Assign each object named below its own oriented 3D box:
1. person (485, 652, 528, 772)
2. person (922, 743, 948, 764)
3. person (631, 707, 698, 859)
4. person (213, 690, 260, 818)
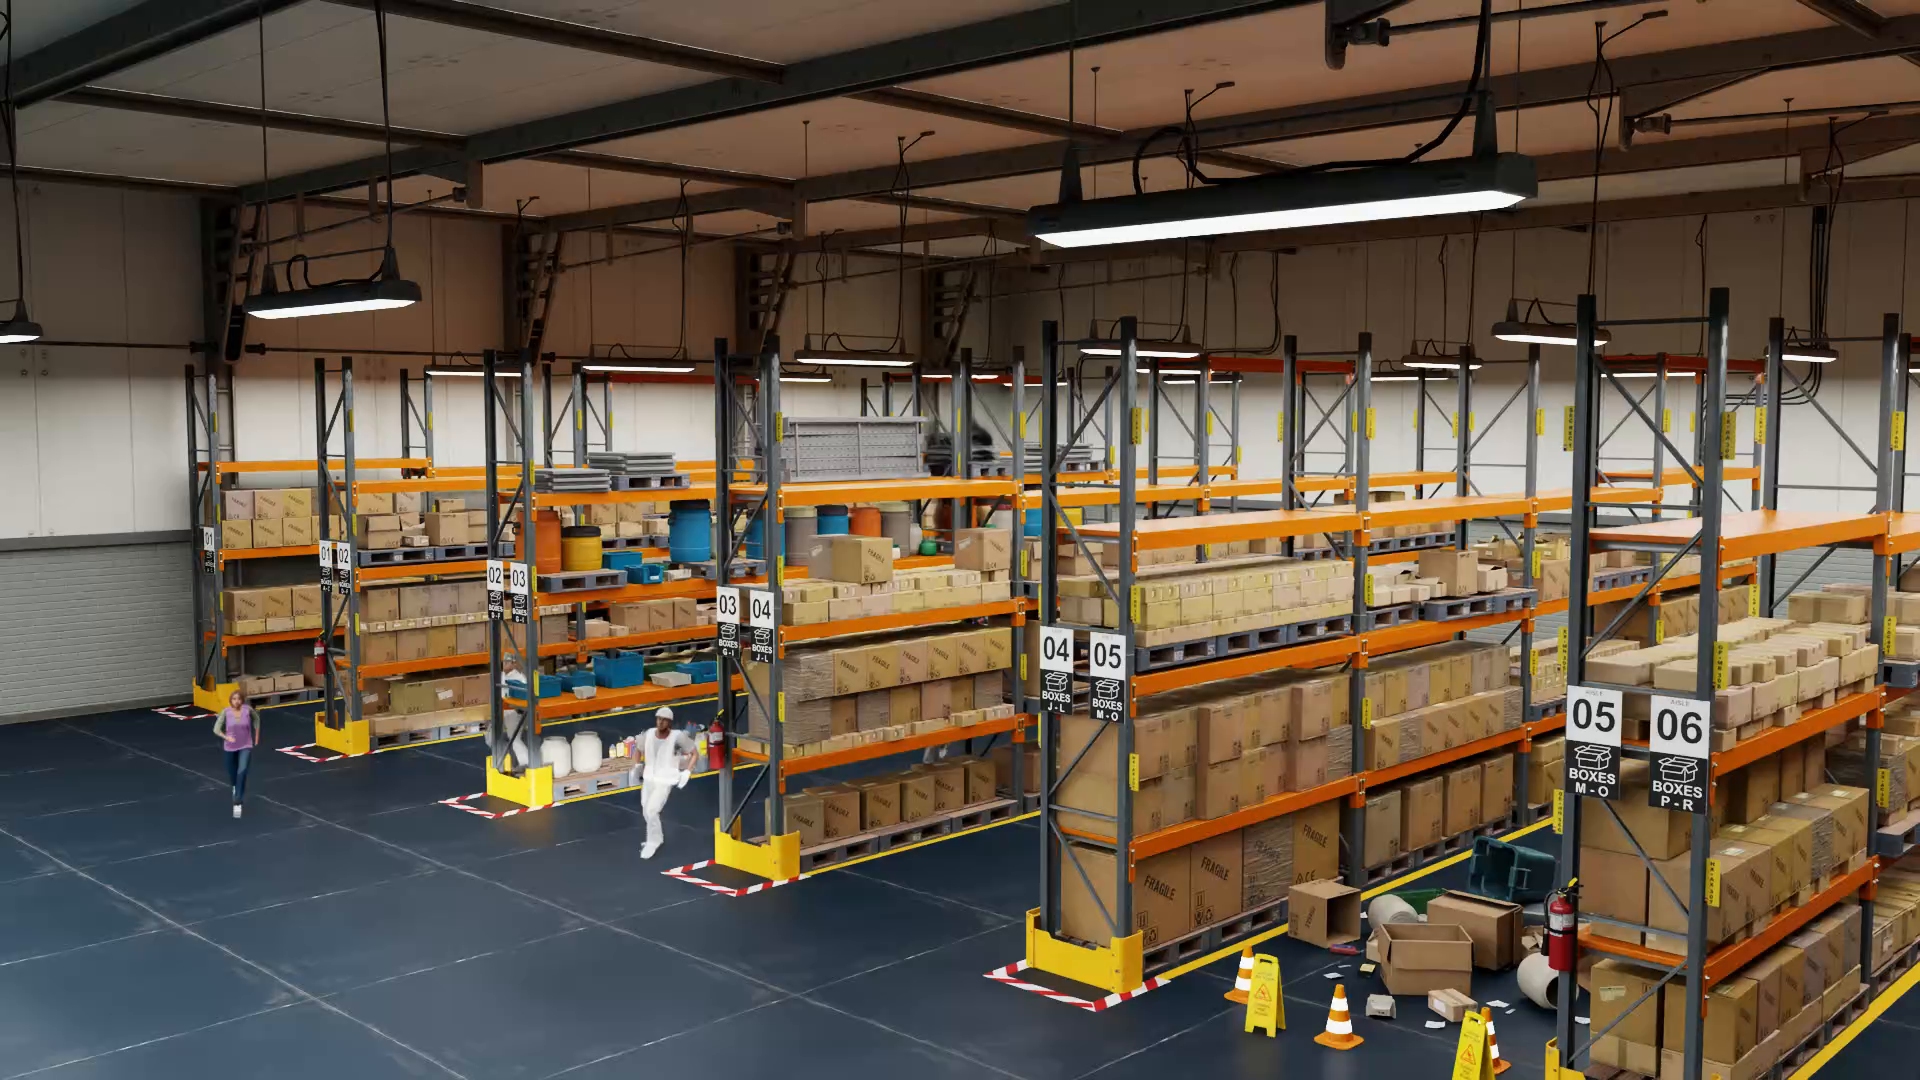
[{"bbox_3d":[-6.442,2.480,23.641,0.637,1.788,0.702,3,5,31],"label":"person"},{"bbox_3d":[-0.363,2.487,24.157,0.550,1.651,0.926,2,5,29],"label":"person"},{"bbox_3d":[-3.482,2.818,19.346,0.744,1.775,0.655,2,5,25],"label":"person"},{"bbox_3d":[-9.367,2.719,21.564,0.564,1.594,0.894,-2,5,-25],"label":"person"}]
